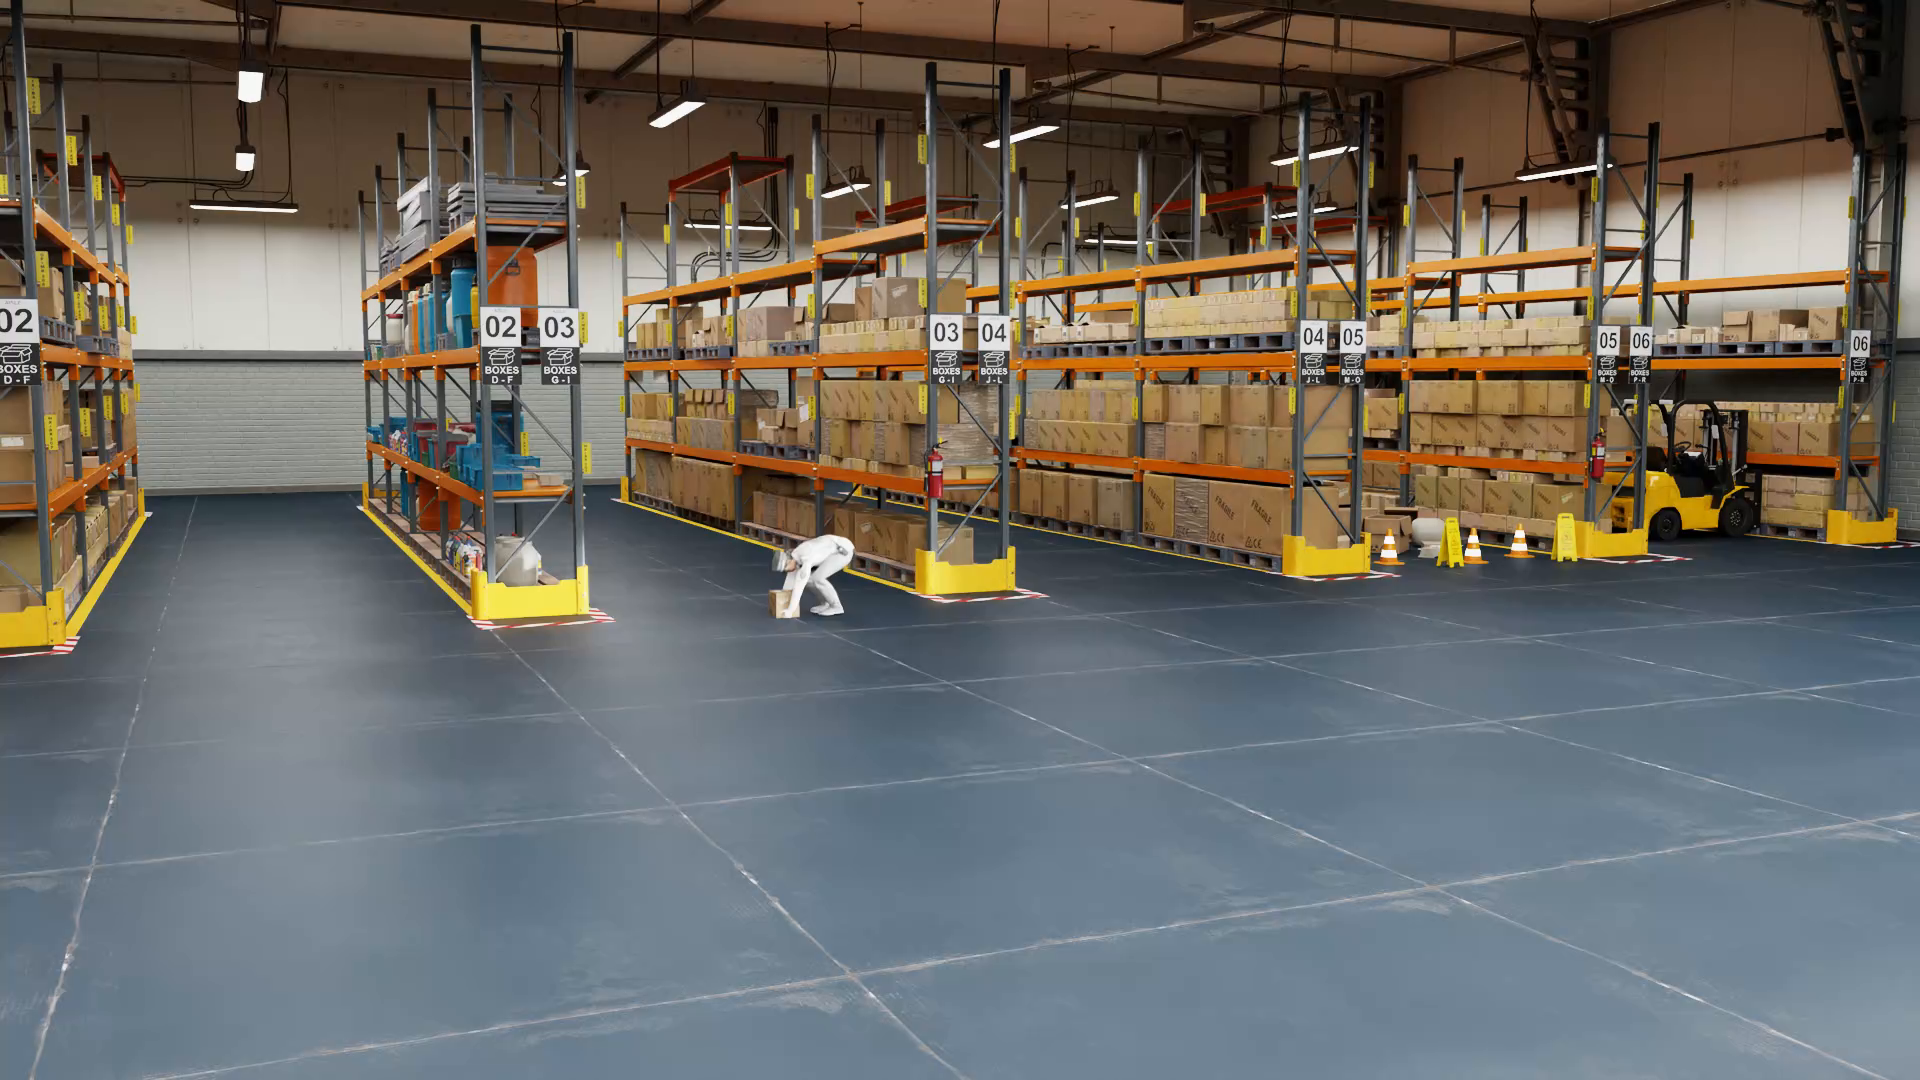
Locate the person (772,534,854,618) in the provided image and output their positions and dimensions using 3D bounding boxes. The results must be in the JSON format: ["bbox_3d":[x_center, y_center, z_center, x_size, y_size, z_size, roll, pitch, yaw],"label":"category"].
[{"bbox_3d":[-1.547,0.378,17.471,0.889,0.842,0.469,-3,6,-26],"label":"person"}]
